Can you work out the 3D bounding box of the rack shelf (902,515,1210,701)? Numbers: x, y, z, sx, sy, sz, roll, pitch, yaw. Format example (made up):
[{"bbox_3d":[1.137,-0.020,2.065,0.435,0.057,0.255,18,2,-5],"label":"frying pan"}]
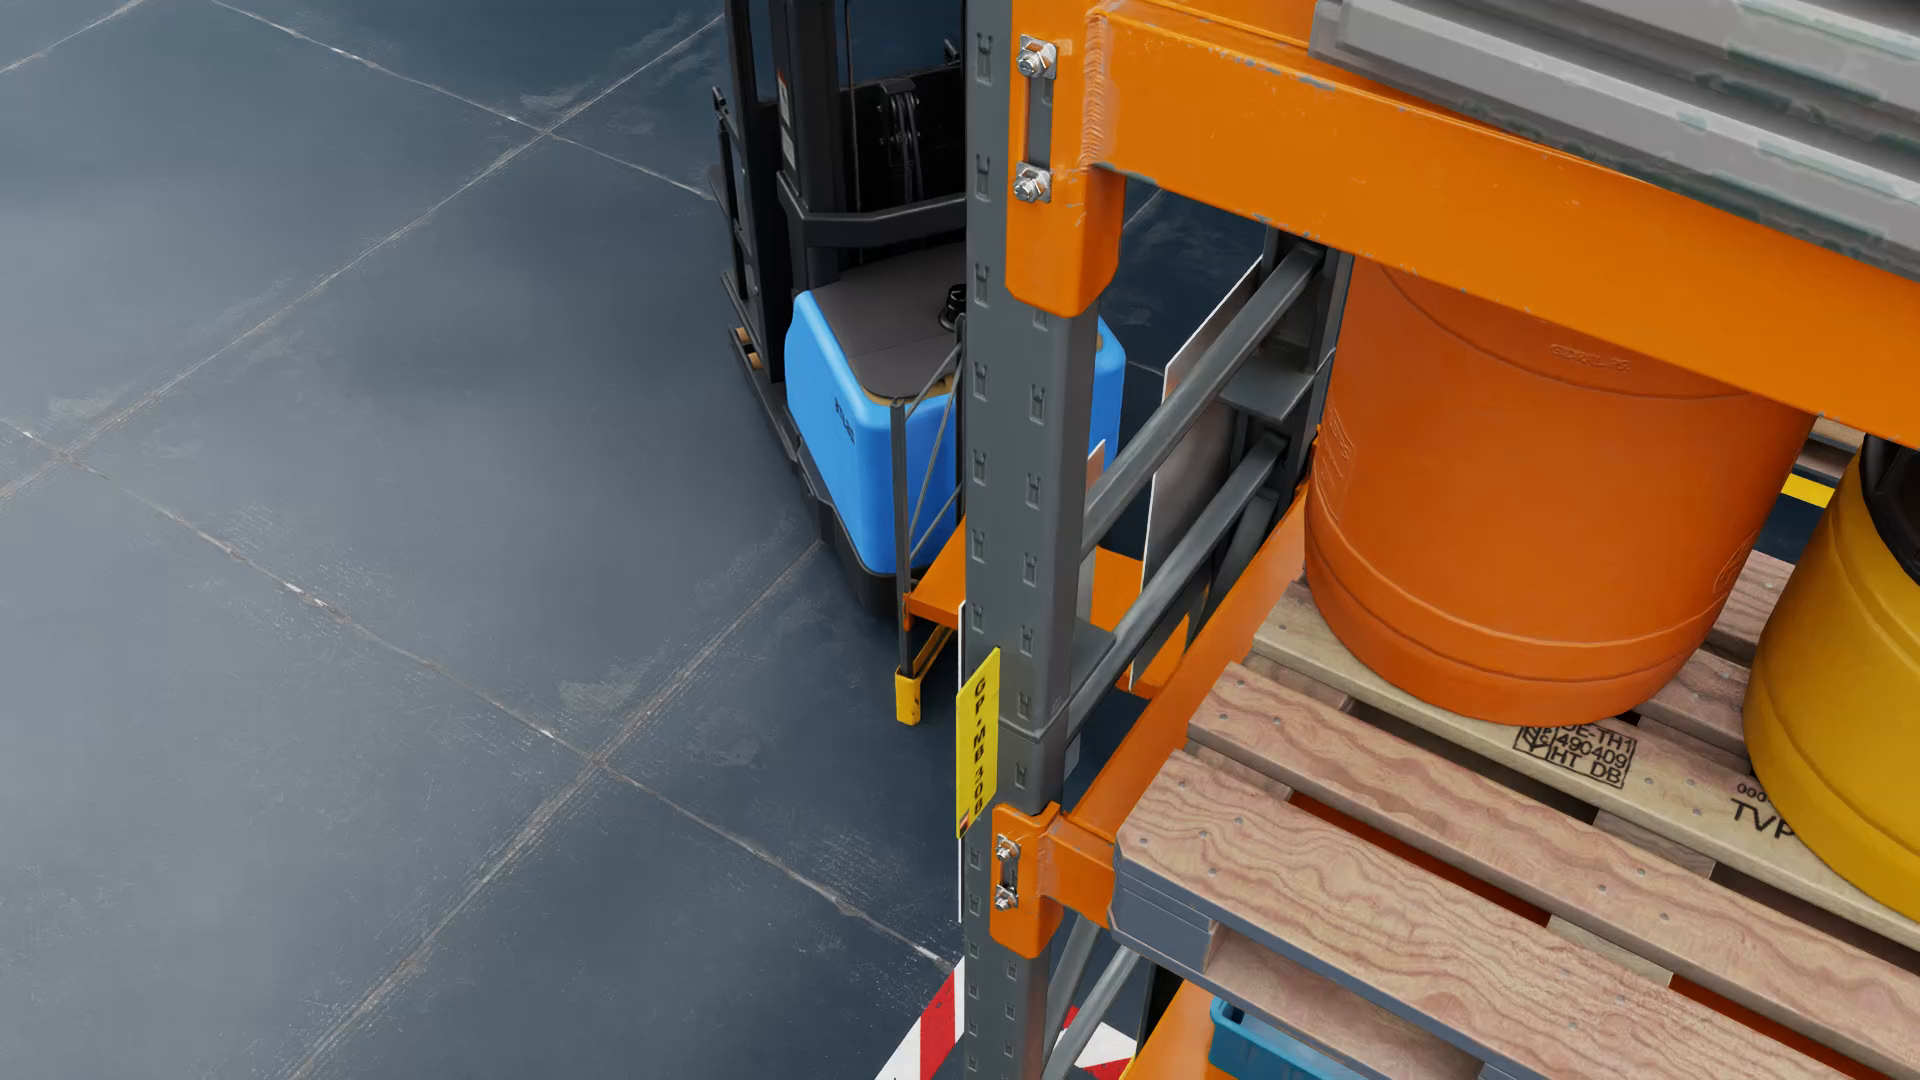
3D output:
[{"bbox_3d":[0.366,0.238,5.724,1.000,0.185,0.538,19,49,18],"label":"rack shelf"}]

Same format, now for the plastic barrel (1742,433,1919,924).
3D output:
[{"bbox_3d":[1.353,0.109,2.037,0.600,0.588,0.600,0,46,0],"label":"plastic barrel"}]

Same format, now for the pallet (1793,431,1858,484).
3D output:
[{"bbox_3d":[3.668,-0.744,7.326,1.213,0.211,1.003,25,51,22],"label":"pallet"}]

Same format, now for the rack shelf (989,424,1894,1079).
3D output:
[{"bbox_3d":[2.008,0.982,2.115,4.000,0.370,1.077,25,51,22],"label":"rack shelf"}]

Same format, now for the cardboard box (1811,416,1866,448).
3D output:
[{"bbox_3d":[3.756,-0.642,6.906,0.500,0.250,0.500,25,51,22],"label":"cardboard box"}]

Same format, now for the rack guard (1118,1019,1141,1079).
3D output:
[{"bbox_3d":[0.414,1.874,4.580,0.348,0.500,1.175,25,51,22],"label":"rack guard"}]

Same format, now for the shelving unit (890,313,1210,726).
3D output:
[{"bbox_3d":[0.374,0.115,5.592,1.083,1.500,0.587,19,49,18],"label":"shelving unit"}]

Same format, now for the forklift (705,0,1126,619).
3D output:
[{"bbox_3d":[-0.396,-1.794,6.449,1.130,2.935,3.031,-16,48,-15],"label":"forklift"}]

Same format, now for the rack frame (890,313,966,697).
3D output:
[{"bbox_3d":[-0.092,-0.046,5.749,0.032,1.500,0.500,19,49,18],"label":"rack frame"}]

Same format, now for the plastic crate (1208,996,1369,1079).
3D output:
[{"bbox_3d":[0.908,1.067,3.725,0.616,0.251,0.499,25,51,22],"label":"plastic crate"}]

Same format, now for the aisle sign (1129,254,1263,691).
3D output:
[{"bbox_3d":[0.424,-0.111,2.954,0.004,0.787,0.394,25,51,22],"label":"aisle sign"}]

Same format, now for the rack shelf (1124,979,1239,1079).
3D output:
[{"bbox_3d":[2.008,2.027,3.190,4.000,0.370,1.077,25,51,22],"label":"rack shelf"}]

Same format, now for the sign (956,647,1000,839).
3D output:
[{"bbox_3d":[0.024,0.284,2.285,0.005,0.325,0.100,25,51,22],"label":"sign"}]

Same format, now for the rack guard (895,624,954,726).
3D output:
[{"bbox_3d":[-0.075,0.396,6.191,0.087,0.250,0.587,19,49,18],"label":"rack guard"}]

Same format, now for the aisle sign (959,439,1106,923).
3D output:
[{"bbox_3d":[0.106,0.245,2.608,0.004,0.787,0.394,25,51,22],"label":"aisle sign"}]

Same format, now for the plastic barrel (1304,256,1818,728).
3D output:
[{"bbox_3d":[0.802,-0.228,2.196,0.708,0.830,0.600,25,51,22],"label":"plastic barrel"}]

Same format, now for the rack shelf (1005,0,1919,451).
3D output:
[{"bbox_3d":[2.008,0.076,1.182,4.000,0.370,1.077,25,51,22],"label":"rack shelf"}]

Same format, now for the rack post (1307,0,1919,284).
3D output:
[{"bbox_3d":[0.892,-0.545,1.354,0.954,0.300,0.937,30,53,26],"label":"rack post"}]

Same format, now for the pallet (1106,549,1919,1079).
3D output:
[{"bbox_3d":[0.968,0.402,2.308,1.213,0.211,1.003,25,51,22],"label":"pallet"}]

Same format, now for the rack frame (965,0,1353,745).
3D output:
[{"bbox_3d":[0.325,-1.089,1.533,0.127,3.000,1.000,25,51,22],"label":"rack frame"}]

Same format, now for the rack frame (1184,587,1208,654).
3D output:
[{"bbox_3d":[0.823,0.271,5.441,0.032,1.500,0.500,19,49,18],"label":"rack frame"}]

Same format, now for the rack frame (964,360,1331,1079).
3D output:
[{"bbox_3d":[0.325,1.002,3.685,0.127,3.000,1.000,25,51,22],"label":"rack frame"}]
